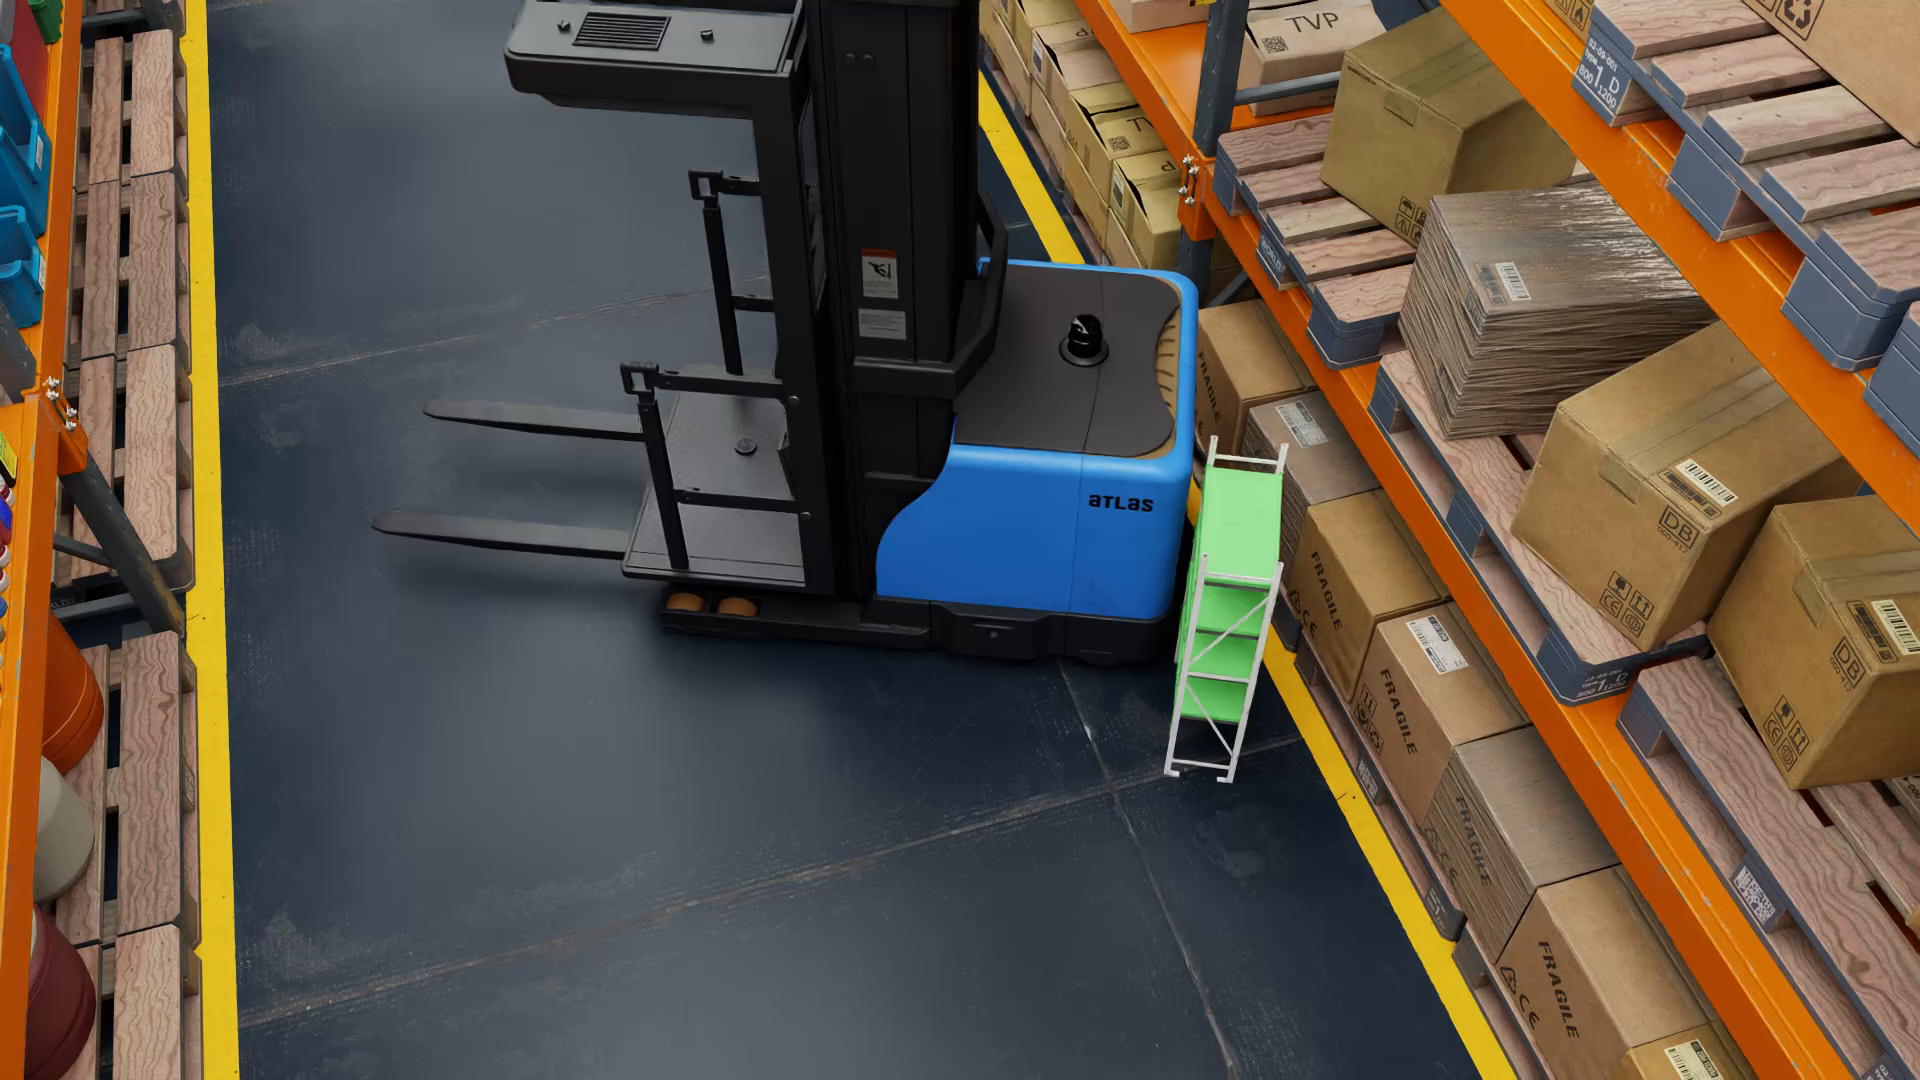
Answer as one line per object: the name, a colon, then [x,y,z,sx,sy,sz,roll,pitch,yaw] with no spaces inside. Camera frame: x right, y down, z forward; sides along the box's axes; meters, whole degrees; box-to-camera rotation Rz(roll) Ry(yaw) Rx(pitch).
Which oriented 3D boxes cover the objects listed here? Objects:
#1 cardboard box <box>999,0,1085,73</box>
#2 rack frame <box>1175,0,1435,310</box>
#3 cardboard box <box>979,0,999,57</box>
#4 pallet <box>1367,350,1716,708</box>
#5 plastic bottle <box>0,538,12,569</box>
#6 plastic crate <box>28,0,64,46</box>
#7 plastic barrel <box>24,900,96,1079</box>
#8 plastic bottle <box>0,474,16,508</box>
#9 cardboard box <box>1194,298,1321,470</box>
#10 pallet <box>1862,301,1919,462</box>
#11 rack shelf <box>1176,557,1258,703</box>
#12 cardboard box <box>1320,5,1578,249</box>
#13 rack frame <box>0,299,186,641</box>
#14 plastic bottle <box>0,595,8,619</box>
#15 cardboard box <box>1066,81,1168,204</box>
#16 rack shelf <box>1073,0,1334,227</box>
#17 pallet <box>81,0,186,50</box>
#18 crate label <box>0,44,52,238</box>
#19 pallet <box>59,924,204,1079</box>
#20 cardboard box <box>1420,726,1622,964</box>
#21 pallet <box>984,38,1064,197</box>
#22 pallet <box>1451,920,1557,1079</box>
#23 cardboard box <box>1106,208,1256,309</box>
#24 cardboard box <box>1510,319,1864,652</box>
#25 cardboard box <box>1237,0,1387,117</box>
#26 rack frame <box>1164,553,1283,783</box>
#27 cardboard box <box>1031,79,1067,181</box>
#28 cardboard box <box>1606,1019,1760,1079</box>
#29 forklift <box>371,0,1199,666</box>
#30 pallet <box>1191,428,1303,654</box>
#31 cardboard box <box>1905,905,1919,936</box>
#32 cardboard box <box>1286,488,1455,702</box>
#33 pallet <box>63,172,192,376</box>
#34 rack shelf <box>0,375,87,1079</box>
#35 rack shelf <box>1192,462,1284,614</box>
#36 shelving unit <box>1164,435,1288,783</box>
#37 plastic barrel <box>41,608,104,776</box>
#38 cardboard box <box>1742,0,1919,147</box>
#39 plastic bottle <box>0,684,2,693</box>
cardboard box: [0.495,-2.514,7.854,0.500,0.311,0.500,-12,51,-10]
rack frame: [1.337,-1.643,5.963,1.000,3.000,0.127,-13,51,-11]
cardboard box: [0.343,-2.712,8.388,0.500,0.250,0.500,-15,51,-12]
pallet: [1.917,-0.162,4.840,1.003,0.211,1.213,-13,51,-11]
plastic bottle: [-2.783,-0.006,4.713,0.097,0.201,0.097,0,50,0]
plastic crate: [-3.794,-2.171,6.547,0.450,0.188,0.662,-13,51,-11]
plastic barrel: [-2.901,1.294,4.789,0.600,0.588,0.708,-13,51,-11]
plastic bottle: [-2.852,-0.175,4.855,0.097,0.201,0.097,0,50,0]
cardboard box: [1.199,-0.582,6.416,0.500,0.500,0.500,-11,51,-9]
pallet: [2.395,-0.120,2.840,1.213,0.211,1.003,-13,51,-11]
rack shelf: [0.874,0.302,5.584,0.258,0.148,0.480,7,50,6]
cardboard box: [1.631,-1.376,5.398,0.700,0.500,0.500,-30,56,-23]
rack frame: [-3.395,-0.526,5.021,1.000,3.000,0.127,-13,51,-11]
plastic bottle: [-2.726,0.114,4.566,0.097,0.271,0.097,0,50,0]
cardboard box: [0.787,-1.778,7.234,0.500,0.311,0.500,-14,51,-12]
rack shelf: [0.746,-2.872,7.470,1.077,0.370,4.000,-13,51,-11]
pallet: [-4.737,-3.049,8.972,1.003,0.211,1.213,-13,51,-11]
crate label: [-3.431,-1.324,5.671,0.502,0.435,0.616,-13,51,-11]
pallet: [-2.765,1.829,4.860,1.003,0.211,1.213,-13,51,-11]
cardboard box: [1.815,0.917,5.152,0.500,0.500,0.500,-13,51,-11]
pallet: [0.774,-2.244,8.293,1.003,0.211,1.213,-13,51,-11]
pallet: [2.244,1.591,5.060,1.003,0.211,1.213,-13,51,-11]
cardboard box: [0.949,-1.222,7.131,0.500,0.250,0.500,-12,51,-10]
cardboard box: [1.939,-0.166,4.378,0.700,0.500,0.500,-25,54,-20]
cardboard box: [1.272,-1.890,6.229,0.500,0.311,0.500,-10,51,-9]
rack frame: [0.836,0.445,5.380,0.240,1.200,0.015,7,50,6]
cardboard box: [0.647,-1.965,7.758,0.500,0.250,0.500,-12,51,-10]
cardboard box: [2.101,1.646,4.537,0.500,0.500,0.500,-14,51,-11]
forklift: [-0.689,-0.973,5.443,3.031,2.935,1.130,5,50,4]
pallet: [1.522,-0.191,6.562,1.003,0.211,1.213,-13,51,-11]
cardboard box: [2.594,0.714,3.636,0.700,0.500,0.500,-30,56,-23]
cardboard box: [1.503,0.166,5.785,0.500,0.500,0.500,-14,51,-11]
pallet: [-3.945,-1.091,7.322,1.003,0.211,1.213,-13,51,-11]
rack shelf: [-2.804,1.167,4.065,1.077,0.370,4.000,-13,51,-11]
rack shelf: [0.874,-0.008,5.217,0.258,0.148,0.480,7,50,6]
shelving unit: [0.874,0.261,5.535,0.258,1.200,0.503,7,50,6]
plastic barrel: [-3.235,0.392,5.392,0.600,0.830,0.708,-13,51,-11]
cardboard box: [2.045,-1.247,3.261,0.600,0.600,0.600,-15,52,-12]
plastic bottle: [-2.639,0.349,4.413,0.097,0.201,0.097,0,50,0]
